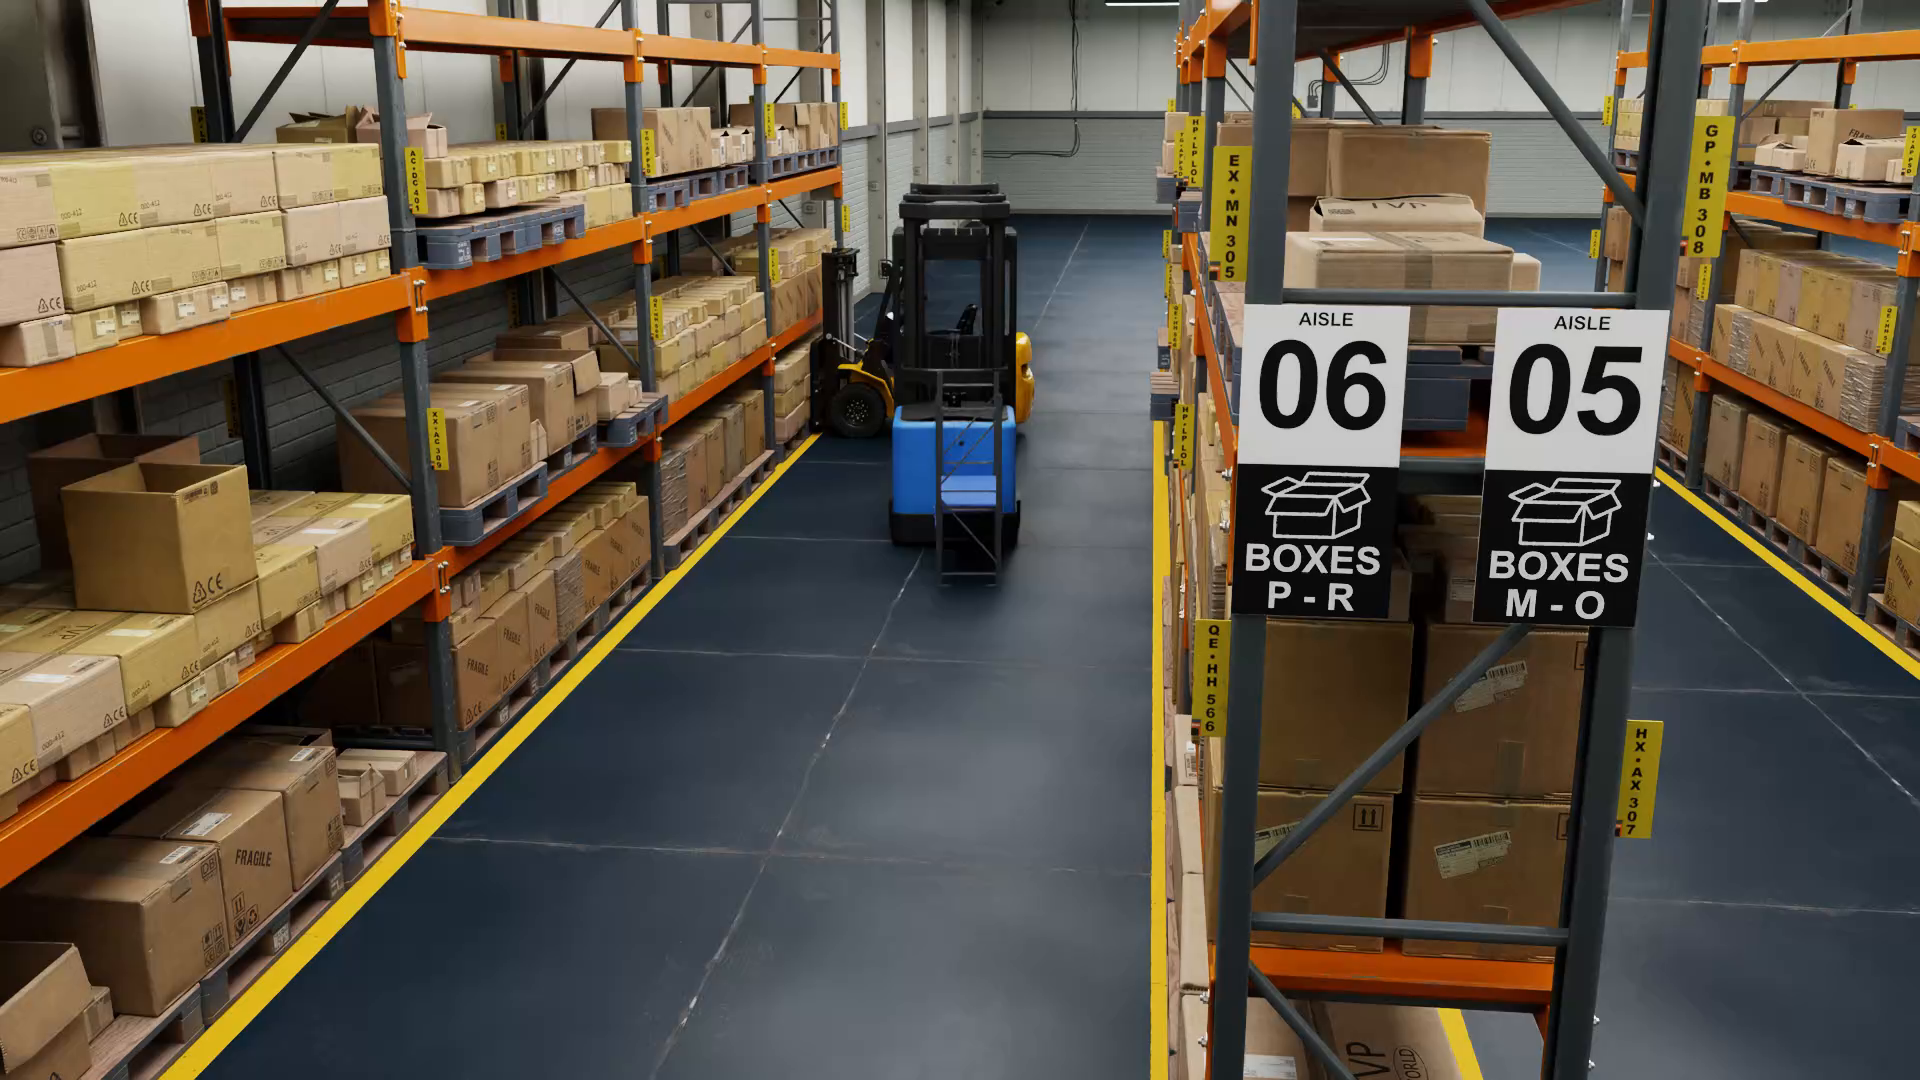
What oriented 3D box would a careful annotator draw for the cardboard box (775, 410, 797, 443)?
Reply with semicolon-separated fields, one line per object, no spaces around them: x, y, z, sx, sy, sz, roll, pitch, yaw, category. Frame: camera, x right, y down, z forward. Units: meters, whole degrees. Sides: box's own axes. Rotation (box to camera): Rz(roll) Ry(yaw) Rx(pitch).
-1.992;-1.189;17.277;0.500;0.250;0.500;2;15;7;cardboard box

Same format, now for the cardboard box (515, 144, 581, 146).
-2.756;-2.574;11.143;0.380;0.149;0.250;1;15;5;cardboard box

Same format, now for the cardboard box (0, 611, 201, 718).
-3.300;0.471;6.392;0.500;0.250;0.500;1;15;5;cardboard box

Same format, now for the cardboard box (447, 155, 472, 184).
-2.849;-1.980;8.909;0.380;0.149;0.250;2;15;7;cardboard box

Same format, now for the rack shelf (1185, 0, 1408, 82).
1.880;-2.853;9.616;1.077;0.370;4.000;2;15;6;rack shelf

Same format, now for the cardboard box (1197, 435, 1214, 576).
1.228;-0.129;6.787;0.500;0.500;0.500;2;15;7;cardboard box

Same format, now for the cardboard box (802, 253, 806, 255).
-1.923;-3.103;18.458;0.380;0.149;0.250;2;15;6;cardboard box

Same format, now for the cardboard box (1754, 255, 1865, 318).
7.381;-2.202;14.452;0.700;0.500;0.500;1;15;5;cardboard box

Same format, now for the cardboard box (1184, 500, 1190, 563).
1.455;-0.030;8.812;0.500;0.250;0.500;1;15;5;cardboard box

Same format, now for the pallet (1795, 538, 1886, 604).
7.199;0.248;12.841;1.003;0.211;1.213;2;15;6;pallet

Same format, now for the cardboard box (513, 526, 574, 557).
-2.808;0.009;11.125;0.380;0.149;0.250;1;15;4;cardboard box

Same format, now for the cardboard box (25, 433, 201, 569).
-3.710;-0.178;7.355;0.500;0.500;0.500;1;15;5;cardboard box

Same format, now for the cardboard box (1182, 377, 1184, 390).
1.744;-0.926;11.171;0.500;0.250;0.500;2;15;8;cardboard box

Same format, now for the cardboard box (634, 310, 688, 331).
-2.449;-1.801;13.642;0.380;0.149;0.250;2;15;7;cardboard box

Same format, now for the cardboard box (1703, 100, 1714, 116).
7.240;-4.066;15.663;0.380;0.149;0.250;2;15;6;cardboard box

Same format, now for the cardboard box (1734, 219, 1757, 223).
7.759;-3.042;17.308;0.875;0.550;0.500;2;15;6;cardboard box

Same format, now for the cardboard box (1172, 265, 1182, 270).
2.163;-2.205;15.002;0.500;0.500;0.500;2;15;6;cardboard box

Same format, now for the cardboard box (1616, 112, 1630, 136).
7.629;-4.623;18.489;0.500;0.250;0.500;2;15;6;cardboard box

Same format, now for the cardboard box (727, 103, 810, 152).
-2.051;-4.449;17.929;0.797;0.503;0.637;2;15;8;cardboard box

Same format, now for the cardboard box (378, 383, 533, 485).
-2.943;-0.628;9.740;0.700;0.500;0.500;2;15;7;cardboard box

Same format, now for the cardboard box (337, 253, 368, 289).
-3.056;-1.285;7.901;0.380;0.149;0.250;2;15;6;cardboard box

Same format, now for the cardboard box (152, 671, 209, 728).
-3.225;0.625;6.584;0.380;0.149;0.250;1;15;5;cardboard box

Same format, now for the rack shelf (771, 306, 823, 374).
-2.150;-2.370;18.557;1.077;0.370;4.000;2;15;6;rack shelf

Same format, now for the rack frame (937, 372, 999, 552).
0.067;-0.630;13.619;0.500;1.500;0.032;0;15;0;rack frame

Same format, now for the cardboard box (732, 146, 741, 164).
-2.198;-3.482;15.031;0.380;0.149;0.250;2;15;6;cardboard box

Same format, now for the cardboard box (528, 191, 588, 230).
-2.756;-2.136;10.856;0.500;0.250;0.500;2;15;6;cardboard box

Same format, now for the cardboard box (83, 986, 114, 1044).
-3.480;1.823;6.332;0.380;0.149;0.250;1;15;4;cardboard box

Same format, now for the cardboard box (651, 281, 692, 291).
-2.739;-2.342;15.643;0.380;0.149;0.250;2;15;6;cardboard box

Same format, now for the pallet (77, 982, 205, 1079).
-3.632;2.034;6.237;1.003;0.211;1.213;2;15;6;pallet

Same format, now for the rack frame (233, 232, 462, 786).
-3.278;-0.123;8.872;1.000;3.000;0.127;2;15;6;rack frame

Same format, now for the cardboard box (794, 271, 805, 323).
-1.967;-2.621;17.916;0.500;0.500;0.500;2;15;6;cardboard box

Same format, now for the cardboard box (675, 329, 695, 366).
-2.476;-1.567;13.542;0.500;0.250;0.500;2;15;8;cardboard box

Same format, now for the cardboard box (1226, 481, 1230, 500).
1.134;-0.216;5.866;0.380;0.149;0.250;2;15;8;cardboard box

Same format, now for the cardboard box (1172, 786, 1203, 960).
1.377;1.448;7.165;0.875;0.438;0.875;1;15;5;cardboard box

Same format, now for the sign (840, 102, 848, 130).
-1.386;-5.053;19.813;0.100;0.325;0.005;2;15;6;sign

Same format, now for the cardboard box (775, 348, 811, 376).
-1.896;-1.934;18.116;0.500;0.250;0.500;2;15;8;cardboard box

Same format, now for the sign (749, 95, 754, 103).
-2.475;-5.162;19.932;0.100;0.325;0.005;2;15;6;sign

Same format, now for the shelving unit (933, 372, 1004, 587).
0.066;-0.497;13.128;0.538;1.500;1.048;0;15;0;shelving unit

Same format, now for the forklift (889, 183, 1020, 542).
-0.046;-1.724;14.924;1.130;2.935;3.031;0;15;0;forklift

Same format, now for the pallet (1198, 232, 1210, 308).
1.552;-1.171;7.171;1.003;0.211;1.213;2;15;6;pallet

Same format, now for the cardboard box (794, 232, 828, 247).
-1.754;-3.508;19.385;0.380;0.149;0.250;2;15;8;cardboard box

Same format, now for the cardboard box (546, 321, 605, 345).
-2.991;-1.613;12.945;0.380;0.149;0.250;2;15;8;cardboard box

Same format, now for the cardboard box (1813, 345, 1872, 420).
6.877;-1.198;12.656;0.500;0.500;0.500;2;15;6;cardboard box

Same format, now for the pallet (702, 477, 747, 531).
-2.555;-0.343;15.025;1.003;0.211;1.213;2;15;6;pallet

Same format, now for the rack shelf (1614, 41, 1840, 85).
7.713;-4.808;16.847;1.077;0.370;4.000;2;15;6;rack shelf

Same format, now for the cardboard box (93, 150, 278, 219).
-3.210;-1.483;6.913;0.500;0.250;0.500;2;15;7;cardboard box

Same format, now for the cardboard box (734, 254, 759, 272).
-2.044;-2.777;16.682;0.380;0.149;0.250;2;15;7;cardboard box

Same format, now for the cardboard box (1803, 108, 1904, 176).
6.954;-3.102;12.955;0.500;0.500;0.500;2;15;6;cardboard box

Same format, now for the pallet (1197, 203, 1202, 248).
1.963;-1.914;10.108;1.003;0.211;1.213;2;15;9;pallet

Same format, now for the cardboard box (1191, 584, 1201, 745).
1.160;0.480;6.447;0.500;0.500;0.500;2;15;8;cardboard box

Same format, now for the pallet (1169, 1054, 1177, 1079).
1.216;2.196;5.638;1.003;0.211;1.213;2;15;6;pallet

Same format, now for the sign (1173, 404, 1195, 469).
1.114;-0.512;8.244;0.100;0.325;0.005;2;15;6;sign

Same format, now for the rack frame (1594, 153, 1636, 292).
7.938;-2.971;19.402;1.000;3.000;0.127;2;15;6;rack frame

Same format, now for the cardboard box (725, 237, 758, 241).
-2.428;-3.326;18.712;0.380;0.149;0.250;1;15;5;cardboard box

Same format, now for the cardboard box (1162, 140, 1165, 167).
2.093;-3.492;15.065;0.500;0.250;0.500;1;15;5;cardboard box

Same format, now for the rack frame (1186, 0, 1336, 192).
2.106;-3.912;11.388;1.000;3.000;0.127;2;15;6;rack frame

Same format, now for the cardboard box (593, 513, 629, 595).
-2.728;0.089;12.072;0.500;0.500;0.500;1;15;5;cardboard box
